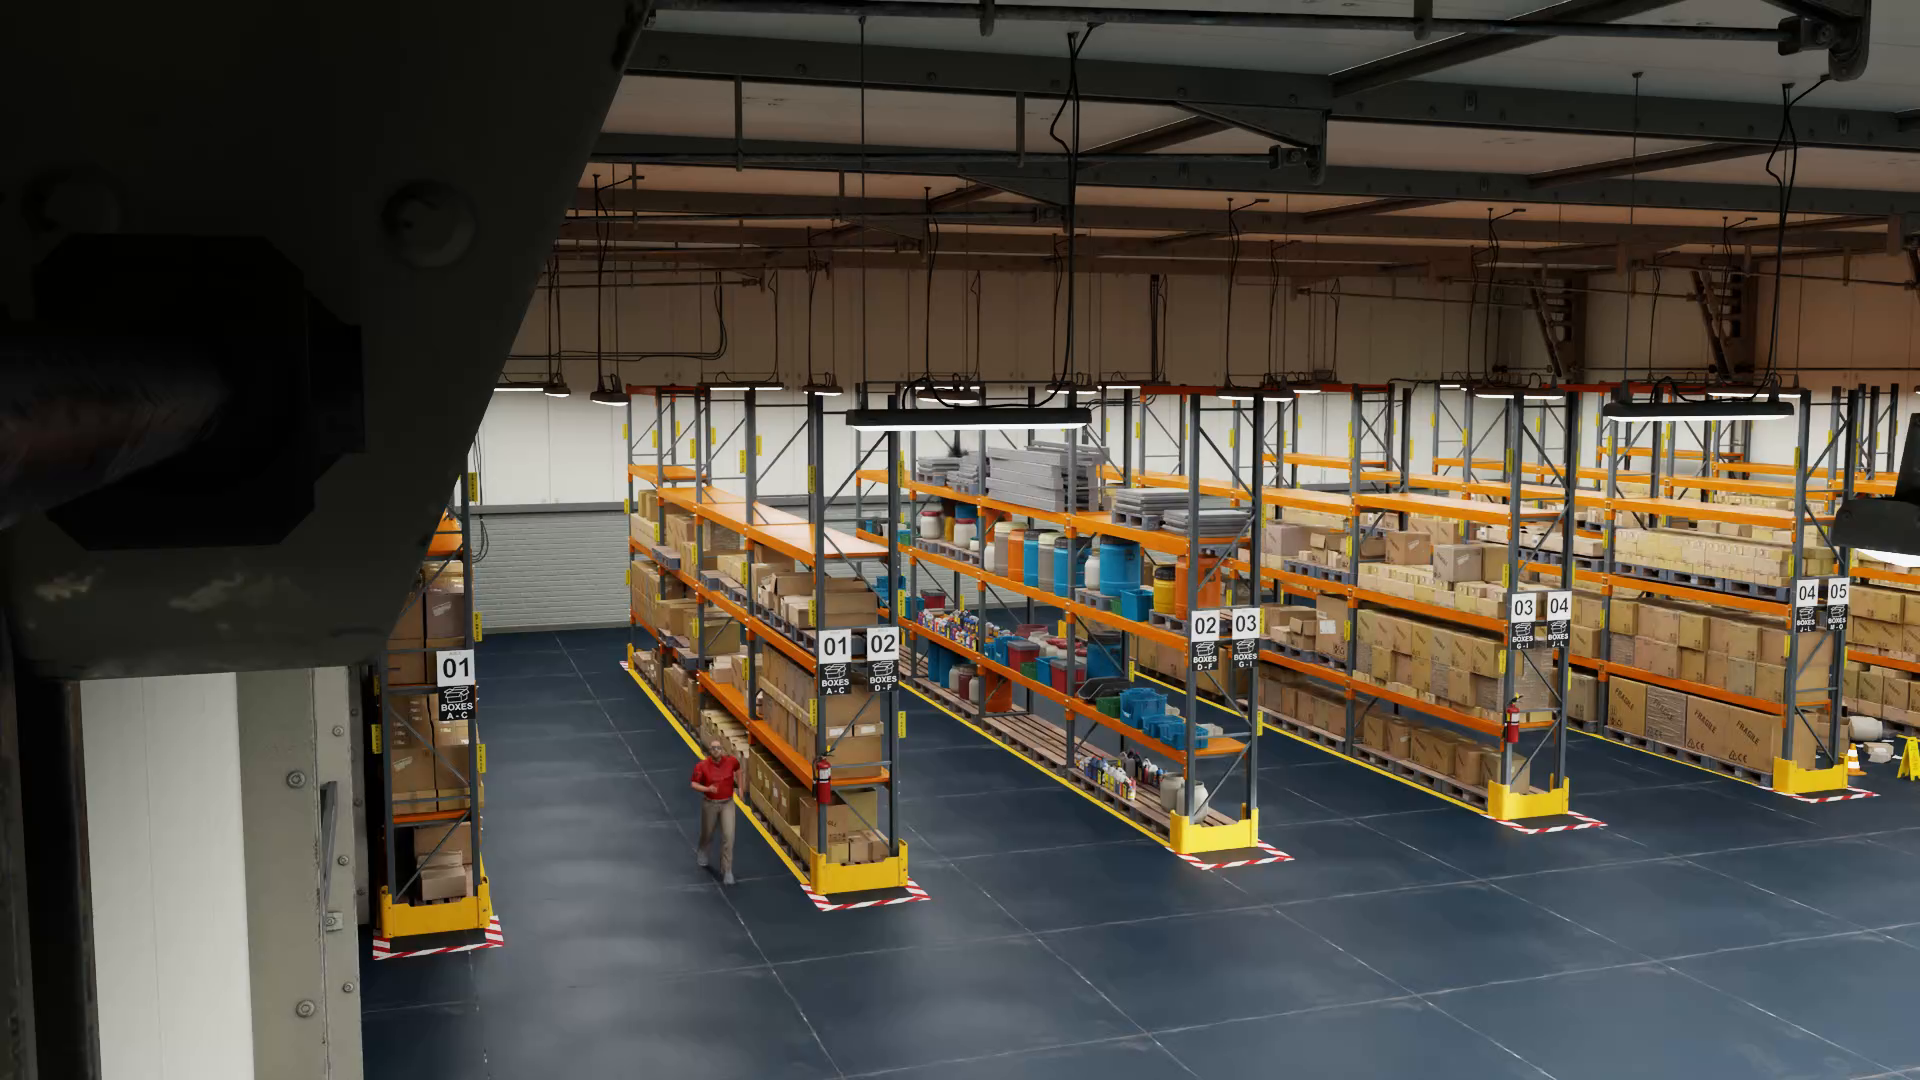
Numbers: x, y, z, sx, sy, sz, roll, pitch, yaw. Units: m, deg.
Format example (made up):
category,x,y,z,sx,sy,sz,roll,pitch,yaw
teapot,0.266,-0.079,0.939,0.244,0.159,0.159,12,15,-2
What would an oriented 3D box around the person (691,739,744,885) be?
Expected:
category,x,y,z,sx,sy,sz,roll,pitch,yaw
person,-3.032,3.336,20.776,0.671,1.769,0.964,-2,6,-16
